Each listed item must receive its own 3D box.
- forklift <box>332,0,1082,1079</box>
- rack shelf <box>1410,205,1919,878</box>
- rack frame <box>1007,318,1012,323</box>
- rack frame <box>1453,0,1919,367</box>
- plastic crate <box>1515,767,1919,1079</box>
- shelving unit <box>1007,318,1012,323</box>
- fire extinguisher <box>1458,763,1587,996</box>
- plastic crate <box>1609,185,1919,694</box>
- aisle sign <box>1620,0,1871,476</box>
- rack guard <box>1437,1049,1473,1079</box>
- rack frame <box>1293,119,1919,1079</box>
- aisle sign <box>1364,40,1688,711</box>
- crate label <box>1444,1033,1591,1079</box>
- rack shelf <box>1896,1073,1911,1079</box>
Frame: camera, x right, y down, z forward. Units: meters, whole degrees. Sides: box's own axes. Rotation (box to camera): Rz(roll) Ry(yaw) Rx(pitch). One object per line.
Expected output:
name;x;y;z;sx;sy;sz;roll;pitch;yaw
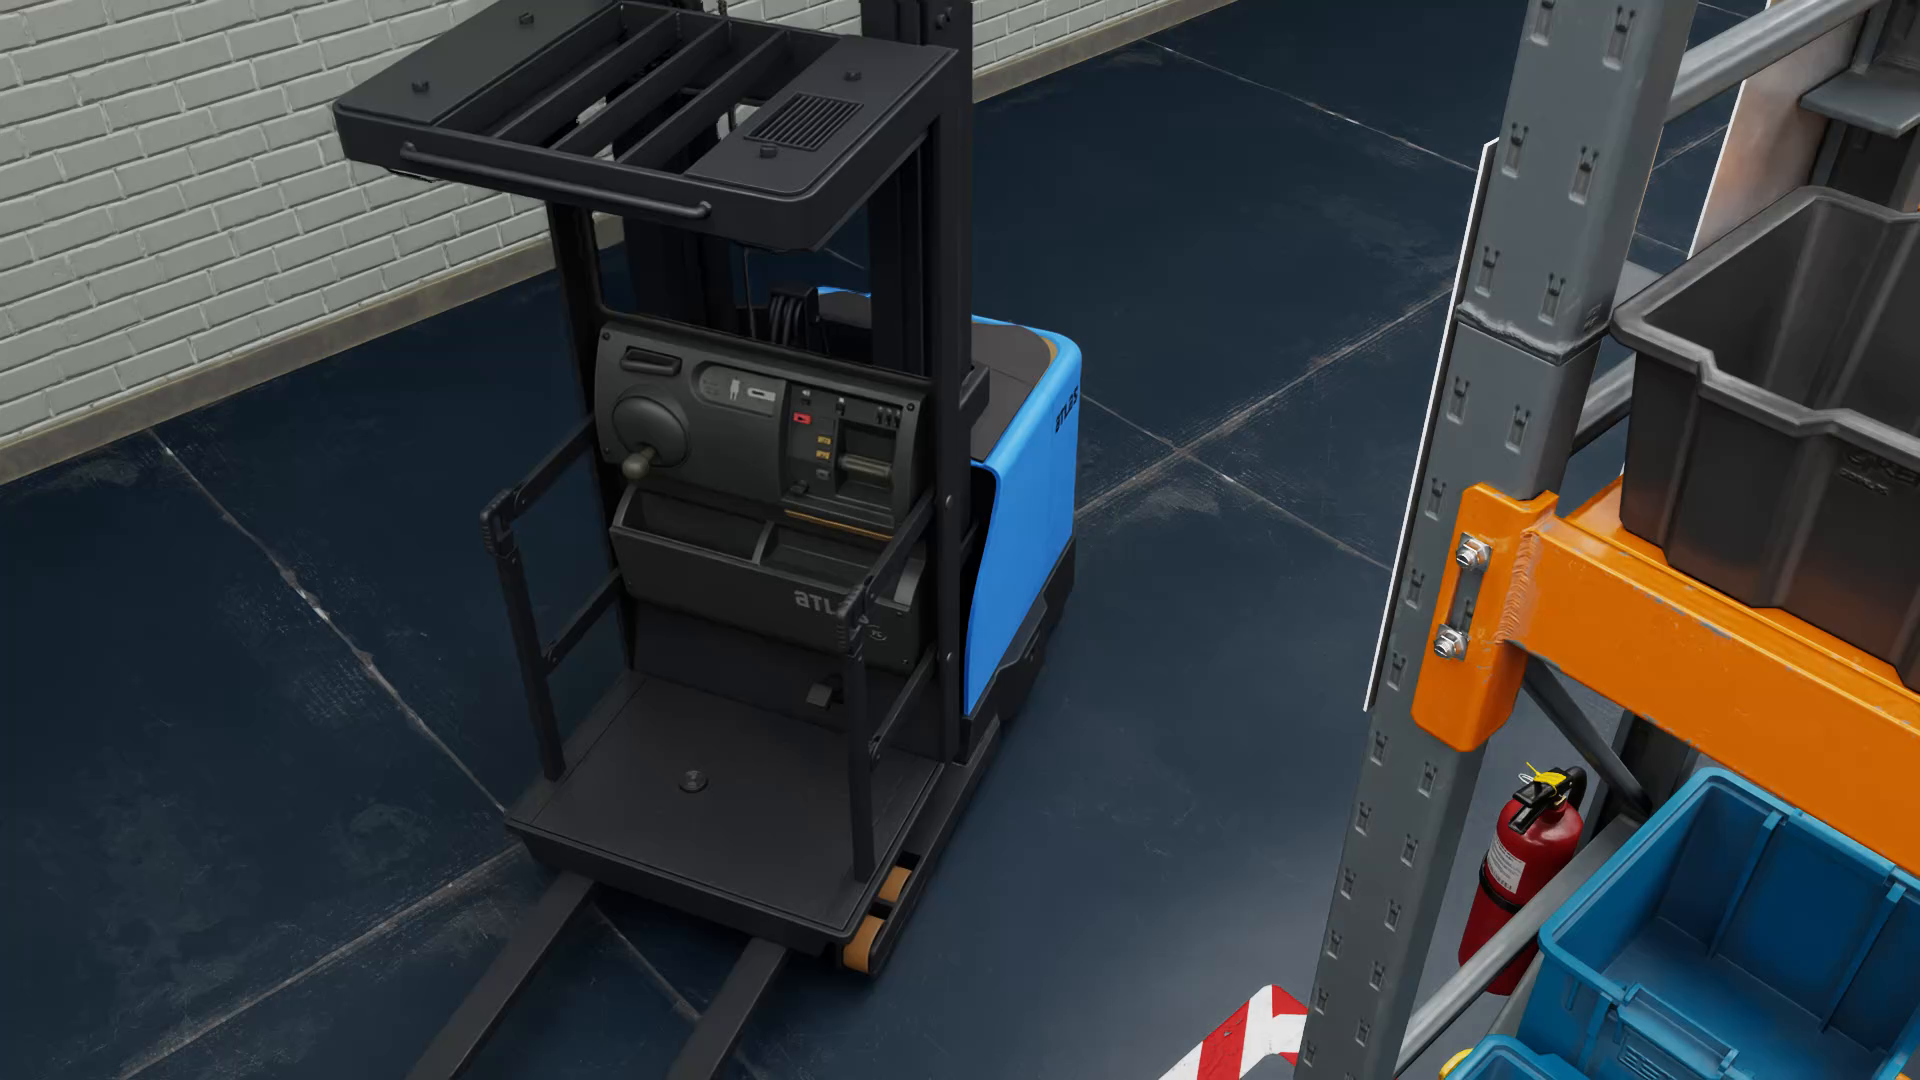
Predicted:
forklift;-0.618;-0.217;4.185;1.130;2.935;3.031;14;41;17
rack shelf;2.288;0.788;1.073;1.077;0.370;4.000;-30;48;-32
rack frame;0.094;-0.364;5.985;0.006;0.900;0.240;32;48;33
rack frame;0.935;-1.585;1.050;1.000;3.000;0.127;-30;48;-32
plastic crate;1.299;0.788;2.811;0.616;0.435;0.499;-30;48;-32
shelving unit;0.021;-0.409;6.040;0.210;0.900;0.258;32;48;33
fire extinguisher;1.168;0.661;3.402;0.296;0.674;0.183;-30;48;-32
plastic crate;0.990;-0.070;1.666;0.497;0.269;0.590;-30;48;-32
aisle sign;1.102;-0.420;2.314;0.394;0.787;0.004;-30;48;-32
rack guard;0.909;1.716;3.727;1.175;0.500;0.348;-30;48;-32
rack frame;0.935;0.749;2.935;1.000;3.000;0.127;-30;48;-32
aisle sign;0.668;-0.169;2.003;0.394;0.787;0.004;-30;48;-32
crate label;0.859;1.045;2.654;0.416;0.233;0.303;-30;48;-32
rack shelf;2.288;1.955;2.015;1.077;0.370;4.000;-30;48;-32
